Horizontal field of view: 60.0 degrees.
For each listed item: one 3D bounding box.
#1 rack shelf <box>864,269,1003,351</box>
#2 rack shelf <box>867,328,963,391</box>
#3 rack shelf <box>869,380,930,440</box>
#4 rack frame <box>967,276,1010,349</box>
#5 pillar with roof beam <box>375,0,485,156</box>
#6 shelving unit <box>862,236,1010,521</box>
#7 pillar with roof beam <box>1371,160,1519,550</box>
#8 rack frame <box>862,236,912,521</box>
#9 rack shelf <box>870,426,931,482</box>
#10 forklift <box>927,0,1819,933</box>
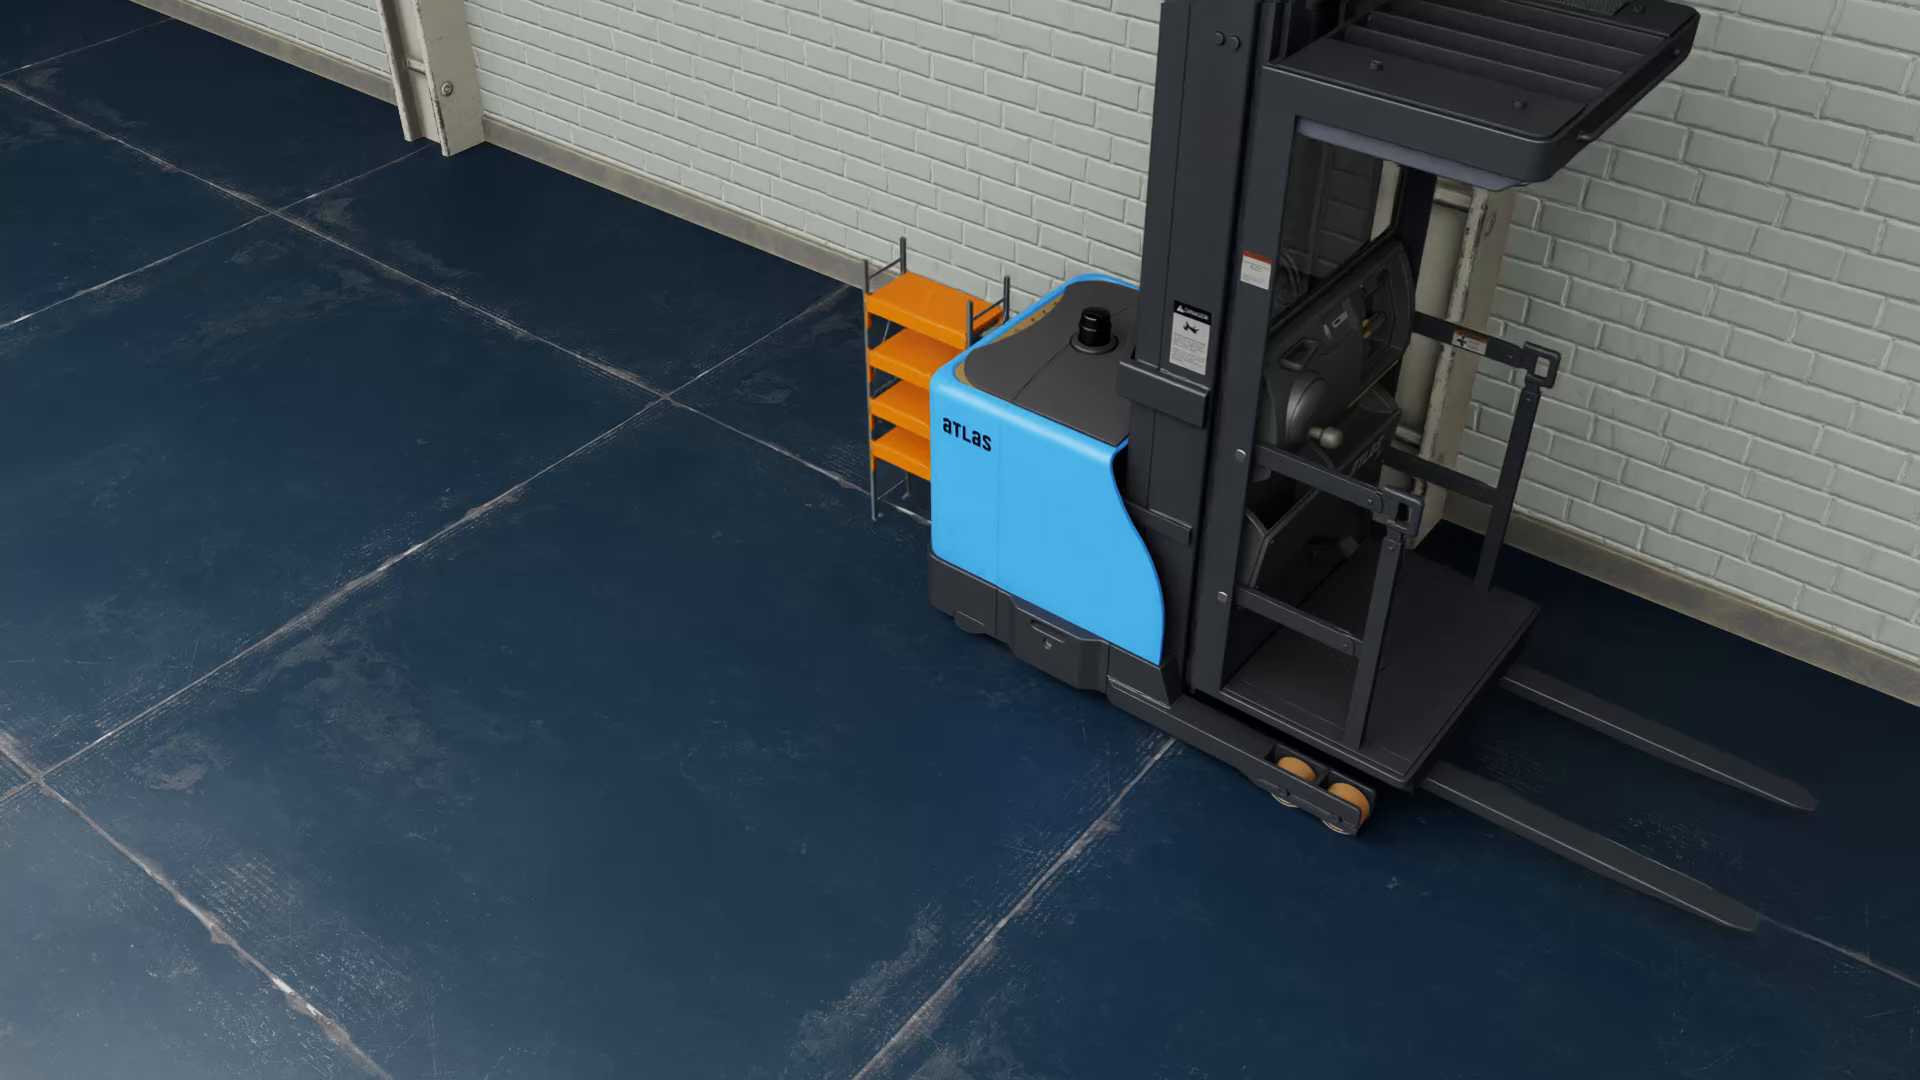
[{"bbox_3d":[-0.090,-0.828,6.197,0.480,0.148,0.258,26,45,29],"label":"rack shelf"},{"bbox_3d":[-0.090,-0.641,6.342,0.480,0.148,0.258,26,45,29],"label":"rack shelf"},{"bbox_3d":[-0.090,-0.465,6.480,0.480,0.148,0.258,26,45,29],"label":"rack shelf"},{"bbox_3d":[0.103,-0.426,6.321,0.015,1.200,0.240,26,45,29],"label":"rack frame"},{"bbox_3d":[-5.624,-3.789,4.290,0.400,9.000,9.100,25,45,29],"label":"pillar with roof beam"},{"bbox_3d":[-0.090,-0.518,6.439,0.503,1.200,0.258,26,45,29],"label":"shelving unit"},{"bbox_3d":[-0.858,-1.542,1.420,0.400,9.000,9.100,25,45,29],"label":"pillar with roof beam"},{"bbox_3d":[-0.283,-0.611,6.557,0.015,1.200,0.240,26,45,29],"label":"rack frame"},{"bbox_3d":[-0.090,-0.309,6.603,0.480,0.148,0.258,26,45,29],"label":"rack shelf"},{"bbox_3d":[1.352,-0.556,5.082,3.031,2.935,1.130,26,45,29],"label":"forklift"}]
